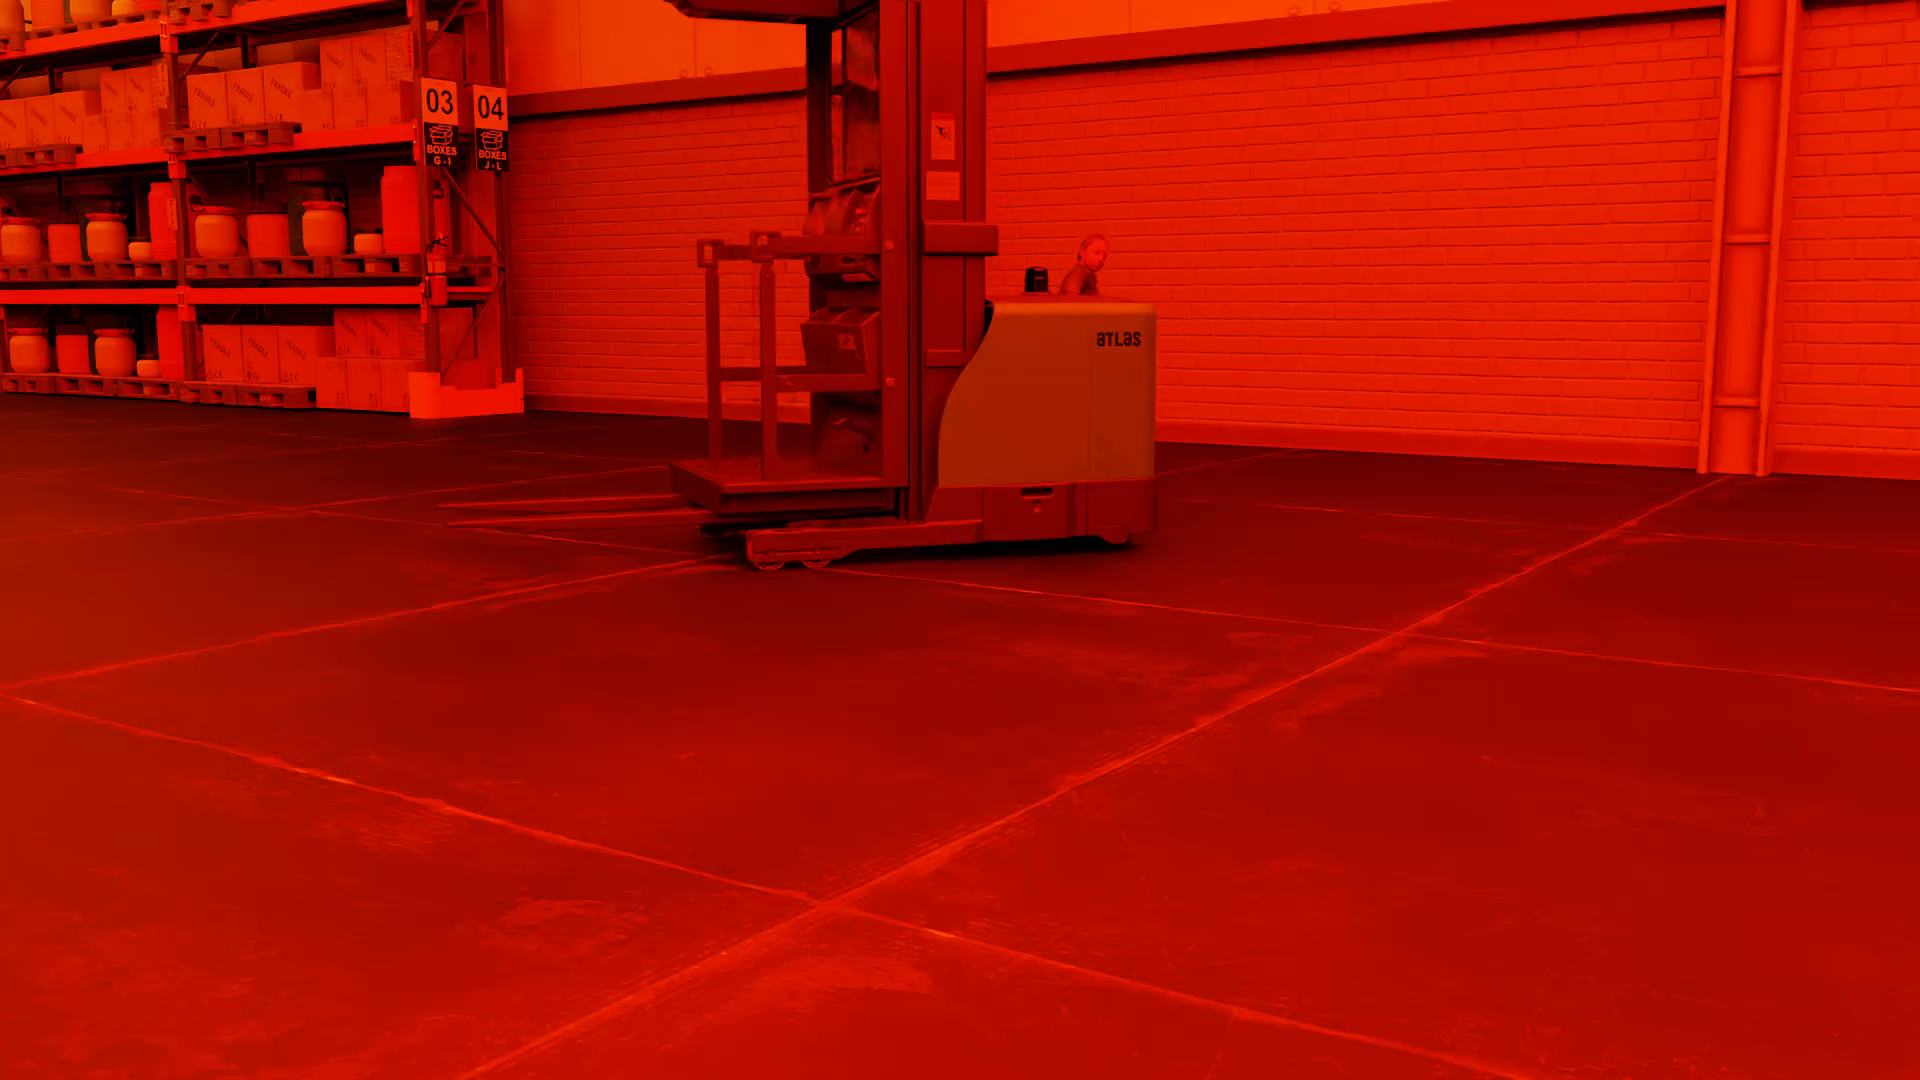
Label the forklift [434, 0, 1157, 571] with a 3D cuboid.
[{"bbox_3d":[-0.696,-1.409,7.102,3.031,2.935,1.130,-3,9,-21],"label":"forklift"}]

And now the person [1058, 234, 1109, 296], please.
[{"bbox_3d":[0.864,-1.092,10.033,0.744,1.501,0.688,-3,9,-22],"label":"person"}]
